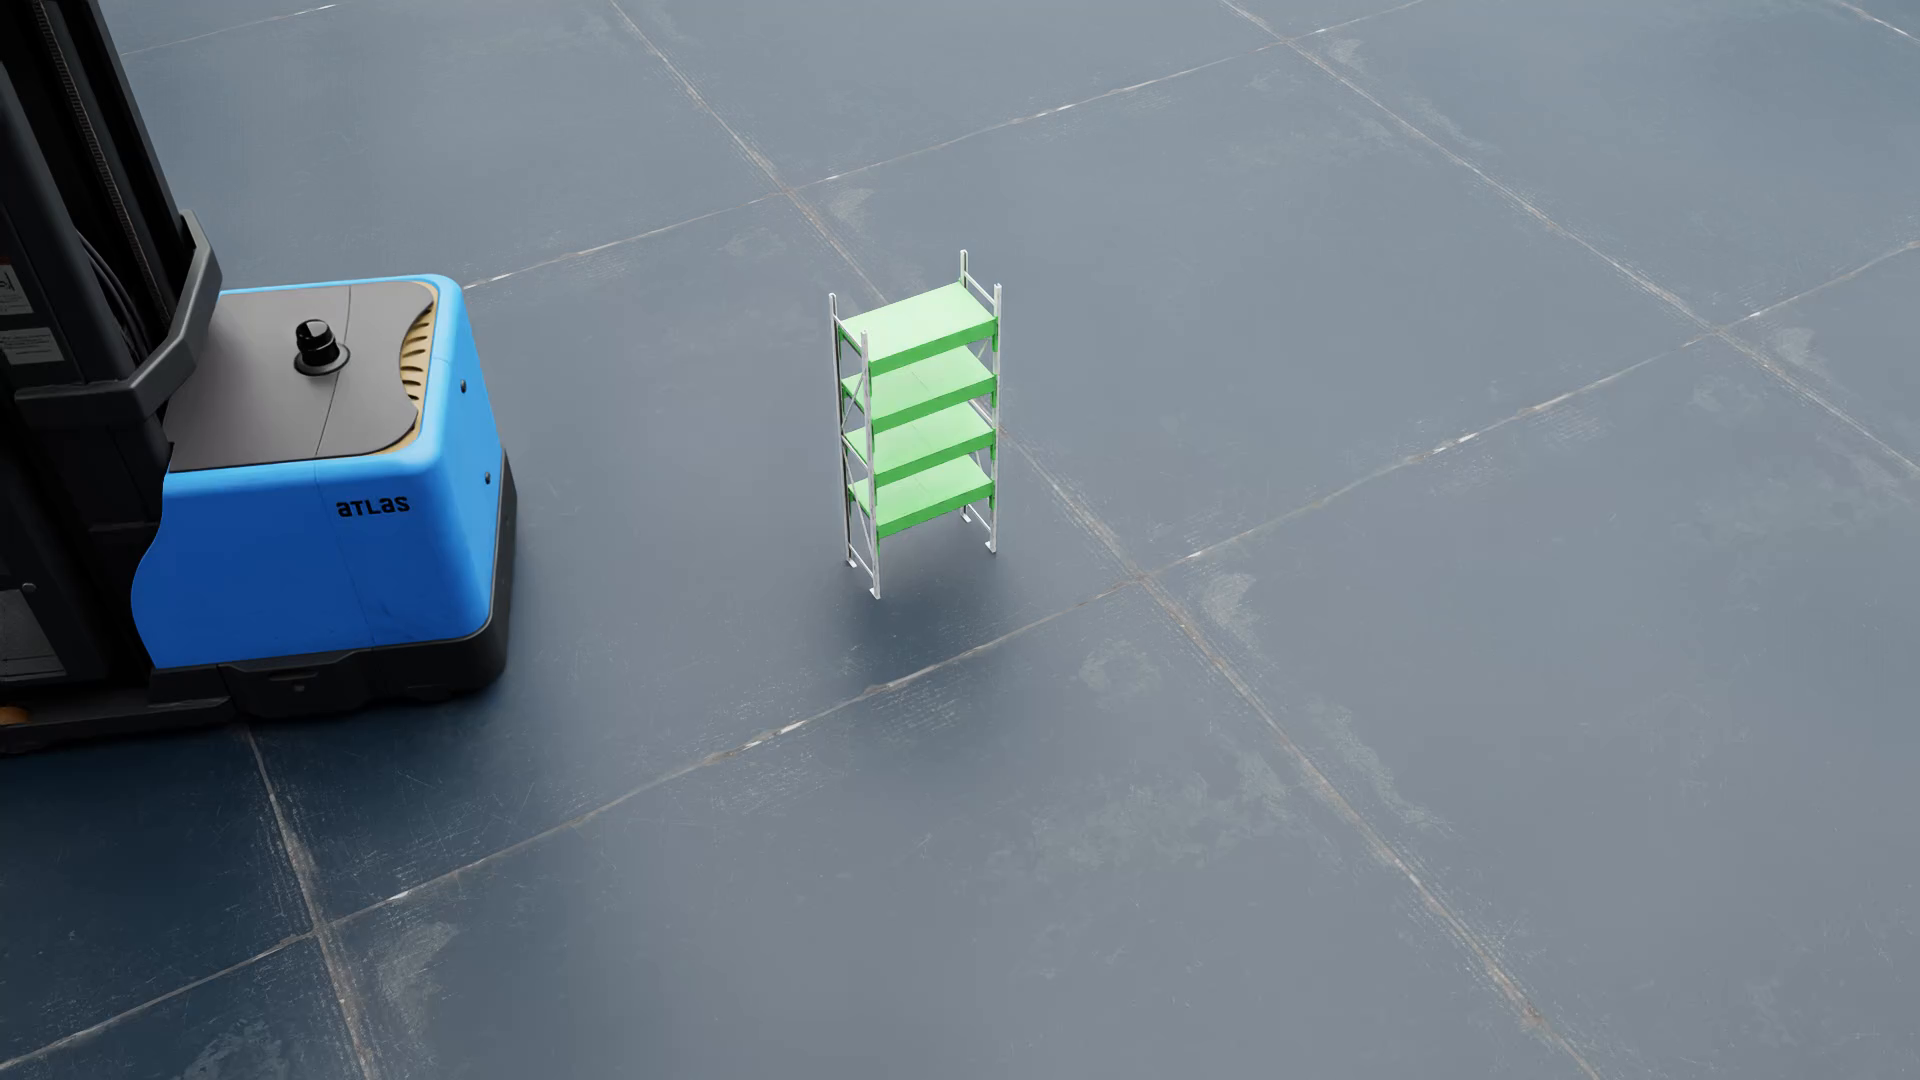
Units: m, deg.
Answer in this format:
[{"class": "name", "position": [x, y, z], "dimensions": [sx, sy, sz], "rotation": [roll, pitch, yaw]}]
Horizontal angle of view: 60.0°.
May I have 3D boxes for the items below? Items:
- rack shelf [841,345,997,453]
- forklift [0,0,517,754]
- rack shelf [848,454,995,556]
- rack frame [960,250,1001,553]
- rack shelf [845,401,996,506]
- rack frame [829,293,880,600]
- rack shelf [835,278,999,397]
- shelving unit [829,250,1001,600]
[{"class": "rack shelf", "position": [-0.144, -0.500, 5.650], "dimensions": [0.480, 0.148, 0.258], "rotation": [-22, 48, -21]}, {"class": "forklift", "position": [-3.119, -0.719, 4.886], "dimensions": [3.031, 2.935, 1.130], "rotation": [-6, 44, -6]}, {"class": "rack shelf", "position": [-0.144, -0.155, 5.985], "dimensions": [0.480, 0.148, 0.258], "rotation": [-22, 48, -21]}, {"class": "rack frame", "position": [0.068, -0.458, 5.860], "dimensions": [0.015, 1.200, 0.240], "rotation": [-22, 48, -21]}, {"class": "rack shelf", "position": [-0.144, -0.327, 5.817], "dimensions": [0.480, 0.148, 0.258], "rotation": [-22, 48, -21]}, {"class": "rack frame", "position": [-0.355, -0.288, 5.686], "dimensions": [0.015, 1.200, 0.240], "rotation": [-22, 48, -21]}, {"class": "rack shelf", "position": [-0.144, -0.672, 5.483], "dimensions": [0.480, 0.148, 0.258], "rotation": [-22, 48, -21]}, {"class": "shelving unit", "position": [-0.144, -0.373, 5.773], "dimensions": [0.503, 1.200, 0.258], "rotation": [-22, 48, -21]}]
